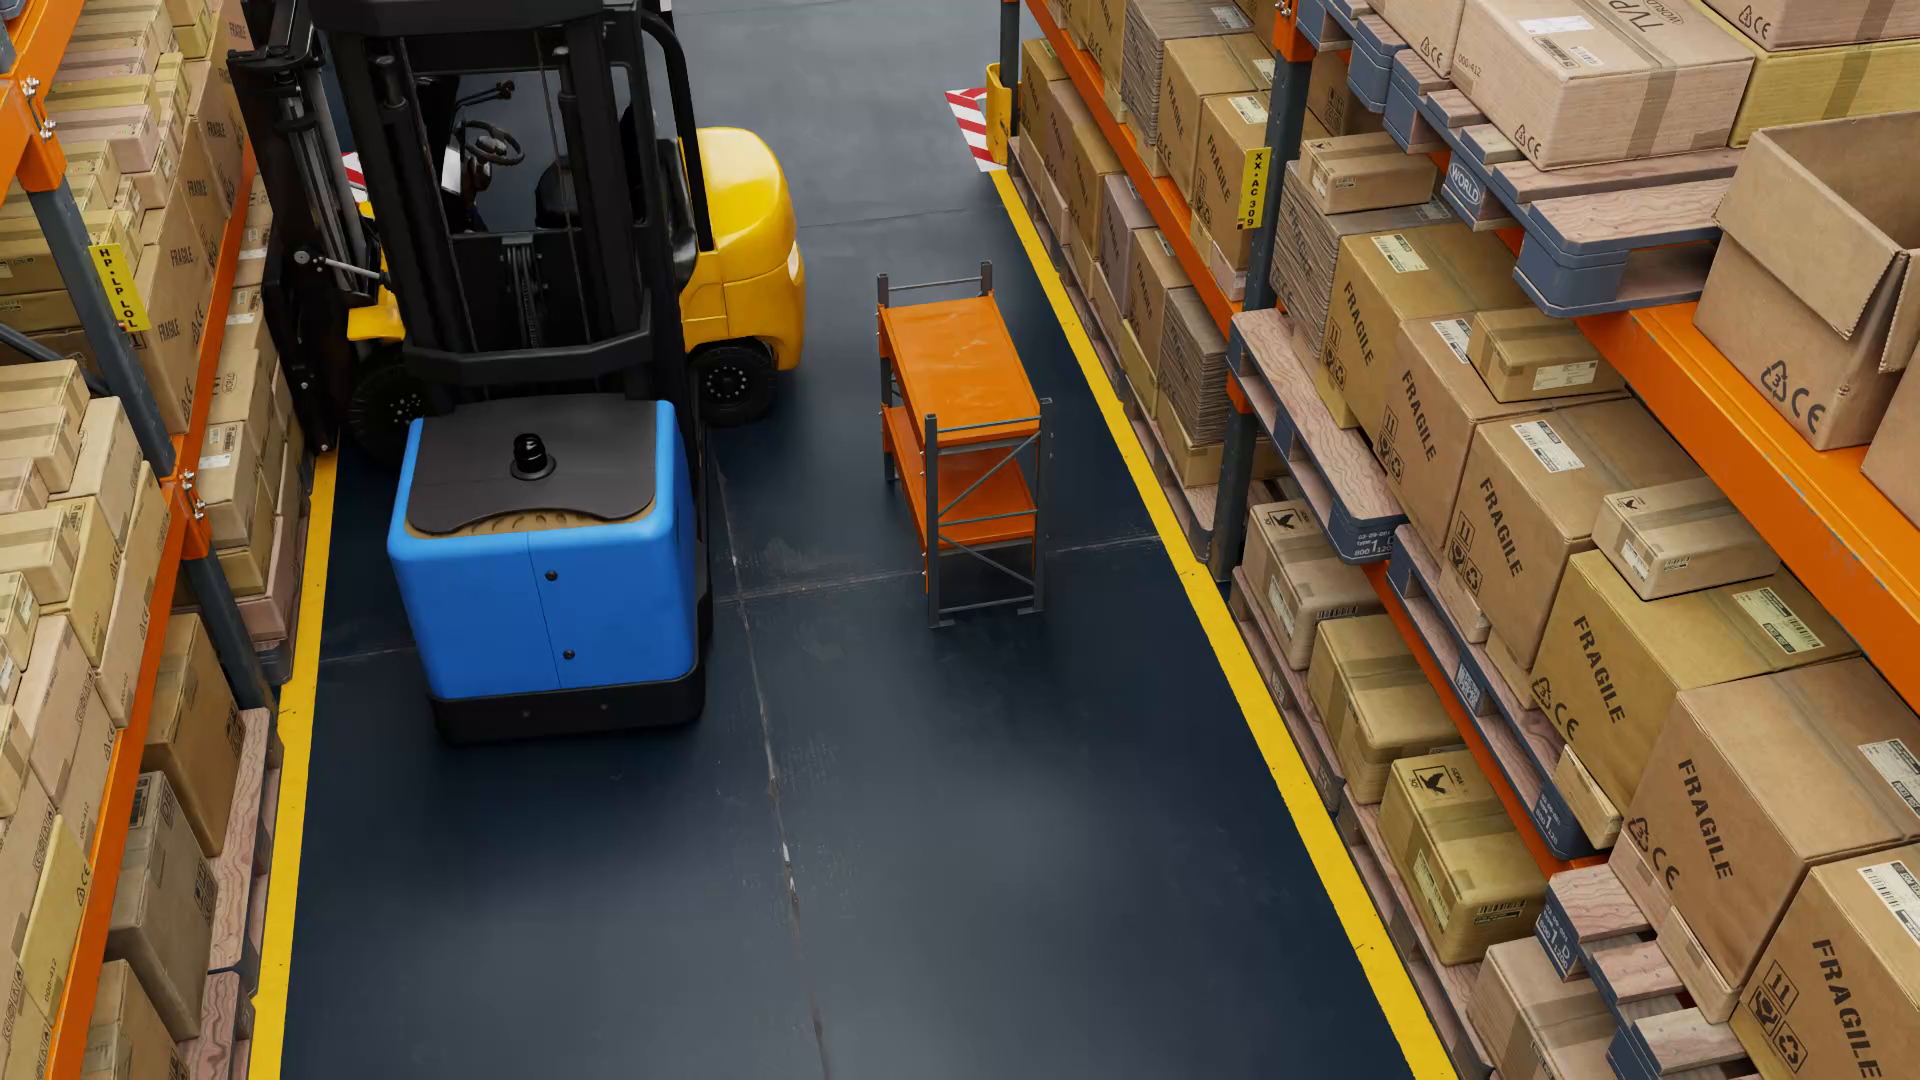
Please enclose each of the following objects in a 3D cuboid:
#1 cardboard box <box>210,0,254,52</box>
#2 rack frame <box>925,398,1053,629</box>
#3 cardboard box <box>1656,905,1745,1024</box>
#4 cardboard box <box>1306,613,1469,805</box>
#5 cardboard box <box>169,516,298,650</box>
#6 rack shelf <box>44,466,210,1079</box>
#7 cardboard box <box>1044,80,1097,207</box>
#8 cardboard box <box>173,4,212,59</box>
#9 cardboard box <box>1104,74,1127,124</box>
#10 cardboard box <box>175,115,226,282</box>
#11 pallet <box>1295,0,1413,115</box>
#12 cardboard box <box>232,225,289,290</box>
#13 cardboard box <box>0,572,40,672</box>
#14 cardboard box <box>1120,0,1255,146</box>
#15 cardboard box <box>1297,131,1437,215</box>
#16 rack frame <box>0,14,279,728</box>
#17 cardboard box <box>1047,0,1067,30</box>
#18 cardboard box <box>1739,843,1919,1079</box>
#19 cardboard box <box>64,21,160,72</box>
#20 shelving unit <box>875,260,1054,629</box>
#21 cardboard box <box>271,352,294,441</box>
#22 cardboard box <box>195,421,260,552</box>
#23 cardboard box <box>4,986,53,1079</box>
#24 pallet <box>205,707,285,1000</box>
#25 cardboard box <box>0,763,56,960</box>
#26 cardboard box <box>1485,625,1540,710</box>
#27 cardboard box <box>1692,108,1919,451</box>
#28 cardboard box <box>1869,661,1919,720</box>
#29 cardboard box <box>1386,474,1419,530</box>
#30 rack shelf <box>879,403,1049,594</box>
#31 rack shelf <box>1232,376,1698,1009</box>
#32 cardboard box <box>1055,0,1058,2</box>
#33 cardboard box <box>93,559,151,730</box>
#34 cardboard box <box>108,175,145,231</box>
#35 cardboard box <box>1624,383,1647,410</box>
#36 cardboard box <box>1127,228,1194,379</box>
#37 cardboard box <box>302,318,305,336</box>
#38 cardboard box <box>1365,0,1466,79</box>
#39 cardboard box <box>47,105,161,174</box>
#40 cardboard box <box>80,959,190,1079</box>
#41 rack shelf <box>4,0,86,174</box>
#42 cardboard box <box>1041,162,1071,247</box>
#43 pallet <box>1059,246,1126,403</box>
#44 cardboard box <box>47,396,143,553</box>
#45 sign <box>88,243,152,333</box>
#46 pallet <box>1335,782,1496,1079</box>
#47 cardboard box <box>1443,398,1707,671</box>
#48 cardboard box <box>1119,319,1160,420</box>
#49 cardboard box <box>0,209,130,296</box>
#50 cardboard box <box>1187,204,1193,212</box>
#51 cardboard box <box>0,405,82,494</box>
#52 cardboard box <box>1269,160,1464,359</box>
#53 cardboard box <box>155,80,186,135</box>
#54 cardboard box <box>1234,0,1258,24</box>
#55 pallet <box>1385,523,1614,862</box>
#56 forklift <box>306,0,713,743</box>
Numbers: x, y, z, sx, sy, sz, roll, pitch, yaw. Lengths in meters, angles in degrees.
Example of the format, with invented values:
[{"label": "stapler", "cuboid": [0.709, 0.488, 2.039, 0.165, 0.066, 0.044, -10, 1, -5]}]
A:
[{"label": "cardboard box", "cuboid": [-3.642, -2.336, 7.828, 0.500, 0.500, 0.500, -7, 42, -8]}, {"label": "rack frame", "cuboid": [0.111, -0.087, 6.782, 0.500, 1.125, 0.032, -8, 42, -9]}, {"label": "cardboard box", "cuboid": [1.938, 0.992, 4.027, 0.380, 0.149, 0.250, -9, 42, -10]}, {"label": "cardboard box", "cuboid": [1.876, 0.592, 6.268, 0.950, 0.372, 0.625, -6, 42, -7]}, {"label": "cardboard box", "cuboid": [-3.025, 0.185, 6.818, 0.500, 0.250, 0.500, -8, 42, -9]}, {"label": "rack shelf", "cuboid": [-2.813, 1.241, 4.416, 1.077, 0.370, 4.000, -8, 42, -9]}, {"label": "cardboard box", "cuboid": [0.765, -2.124, 8.855, 0.500, 0.500, 0.500, -10, 43, -11]}, {"label": "cardboard box", "cuboid": [-3.458, -2.185, 7.170, 0.380, 0.149, 0.250, -8, 42, -9]}, {"label": "cardboard box", "cuboid": [0.895, -2.099, 7.826, 0.380, 0.149, 0.250, -8, 42, -9]}, {"label": "cardboard box", "cuboid": [-3.324, -1.351, 6.718, 0.500, 0.500, 0.500, -9, 42, -10]}, {"label": "pallet", "cuboid": [1.631, -1.675, 5.041, 1.213, 0.211, 1.003, -8, 42, -9]}, {"label": "cardboard box", "cuboid": [-3.367, -1.181, 7.605, 0.500, 0.250, 0.500, -9, 42, -10]}, {"label": "cardboard box", "cuboid": [-2.697, 0.246, 4.431, 0.380, 0.149, 0.250, -9, 42, -10]}, {"label": "cardboard box", "cuboid": [1.029, -2.108, 7.347, 0.500, 0.500, 0.500, -7, 42, -8]}, {"label": "cardboard box", "cuboid": [1.358, -1.231, 5.555, 0.380, 0.149, 0.250, -9, 42, -9]}, {"label": "rack frame", "cuboid": [-3.244, -0.325, 5.638, 1.000, 3.000, 0.127, -8, 42, -9]}, {"label": "cardboard box", "cuboid": [0.666, -2.771, 8.583, 0.380, 0.149, 0.250, -8, 42, -9]}, {"label": "cardboard box", "cuboid": [2.095, 0.994, 3.537, 0.500, 0.500, 0.500, -9, 42, -11]}, {"label": "cardboard box", "cuboid": [-3.450, -1.948, 6.679, 0.380, 0.149, 0.250, -8, 42, -9]}, {"label": "shelving unit", "cuboid": [0.001, -0.416, 7.153, 0.538, 1.125, 1.048, -8, 42, -9]}, {"label": "cardboard box", "cuboid": [-3.255, -0.652, 7.385, 0.500, 0.250, 0.500, -9, 42, -10]}, {"label": "cardboard box", "cuboid": [-3.042, -0.186, 6.483, 0.500, 0.250, 0.500, -9, 42, -10]}, {"label": "cardboard box", "cuboid": [-2.460, 1.342, 3.874, 0.500, 0.250, 0.500, -10, 42, -11]}, {"label": "pallet", "cuboid": [-3.047, 1.190, 6.032, 1.003, 0.211, 1.213, -8, 42, -9]}, {"label": "cardboard box", "cuboid": [-2.575, 0.820, 4.084, 0.500, 0.250, 0.500, -8, 42, -9]}, {"label": "cardboard box", "cuboid": [1.753, 0.320, 4.785, 0.380, 0.149, 0.250, -10, 42, -11]}, {"label": "cardboard box", "cuboid": [2.108, -0.591, 3.600, 0.797, 0.503, 0.637, -8, 42, -9]}, {"label": "cardboard box", "cuboid": [2.474, 0.587, 3.995, 0.500, 0.500, 0.500, -6, 42, -7]}, {"label": "cardboard box", "cuboid": [1.608, -0.189, 5.358, 0.380, 0.149, 0.250, -8, 42, -9]}, {"label": "rack shelf", "cuboid": [0.001, -0.233, 7.316, 0.538, 0.278, 1.000, -8, 42, -9]}, {"label": "rack shelf", "cuboid": [2.033, 0.527, 5.220, 1.077, 0.370, 4.000, -8, 42, -9]}, {"label": "cardboard box", "cuboid": [0.685, -3.098, 8.463, 0.500, 0.500, 0.500, -7, 42, -8]}, {"label": "cardboard box", "cuboid": [-2.766, 0.346, 4.996, 0.500, 0.250, 0.500, -9, 42, -10]}, {"label": "cardboard box", "cuboid": [-3.197, -1.182, 6.039, 0.380, 0.149, 0.250, -8, 42, -9]}, {"label": "cardboard box", "cuboid": [2.139, -0.421, 5.131, 0.500, 0.500, 0.500, -7, 42, -8]}, {"label": "cardboard box", "cuboid": [1.100, -1.122, 7.726, 0.500, 0.500, 0.500, -8, 42, -9]}, {"label": "cardboard box", "cuboid": [-3.366, -0.804, 7.933, 0.500, 0.250, 0.500, -7, 42, -8]}, {"label": "cardboard box", "cuboid": [1.447, -1.496, 4.495, 0.500, 0.250, 0.500, -9, 42, -10]}, {"label": "cardboard box", "cuboid": [-3.187, -1.467, 6.137, 0.380, 0.149, 0.250, -7, 42, -8]}, {"label": "cardboard box", "cuboid": [-2.796, 1.734, 4.791, 0.875, 0.625, 0.625, -10, 43, -11]}, {"label": "rack shelf", "cuboid": [-3.676, -2.474, 6.342, 1.077, 0.370, 4.000, -8, 42, -9]}, {"label": "cardboard box", "cuboid": [0.745, -1.866, 9.129, 0.500, 0.250, 0.500, -7, 42, -8]}, {"label": "pallet", "cuboid": [1.155, -1.218, 8.745, 1.003, 0.211, 1.213, -8, 42, -9]}, {"label": "cardboard box", "cuboid": [-2.889, -0.174, 5.205, 0.500, 0.250, 0.500, -9, 42, -10]}, {"label": "sign", "cuboid": [-2.716, -0.812, 5.375, 0.100, 0.325, 0.005, -8, 42, -9]}, {"label": "pallet", "cuboid": [2.038, 1.301, 5.907, 1.003, 0.211, 1.213, -8, 42, -9]}, {"label": "cardboard box", "cuboid": [1.746, -0.021, 4.680, 0.500, 0.500, 0.500, -10, 43, -11]}, {"label": "cardboard box", "cuboid": [1.087, -0.856, 7.991, 0.500, 0.250, 0.500, -9, 42, -10]}, {"label": "cardboard box", "cuboid": [-3.023, -0.965, 5.571, 0.380, 0.149, 0.250, -8, 42, -8]}, {"label": "cardboard box", "cuboid": [1.194, -1.450, 7.095, 0.380, 0.149, 0.250, -8, 42, -9]}, {"label": "cardboard box", "cuboid": [-2.880, -0.250, 4.990, 0.380, 0.149, 0.250, -9, 42, -10]}, {"label": "cardboard box", "cuboid": [1.423, -0.999, 5.782, 0.500, 0.500, 0.500, -7, 42, -8]}, {"label": "cardboard box", "cuboid": [-3.304, -1.683, 6.604, 0.380, 0.149, 0.250, -10, 42, -11]}, {"label": "cardboard box", "cuboid": [1.548, -2.541, 7.082, 0.700, 0.500, 0.500, -9, 42, -10]}, {"label": "pallet", "cuboid": [1.998, 0.349, 5.024, 1.003, 0.211, 1.213, -8, 42, -9]}, {"label": "forklift", "cuboid": [-1.725, -1.277, 6.763, 1.130, 2.935, 3.031, -5, 42, -5]}]
